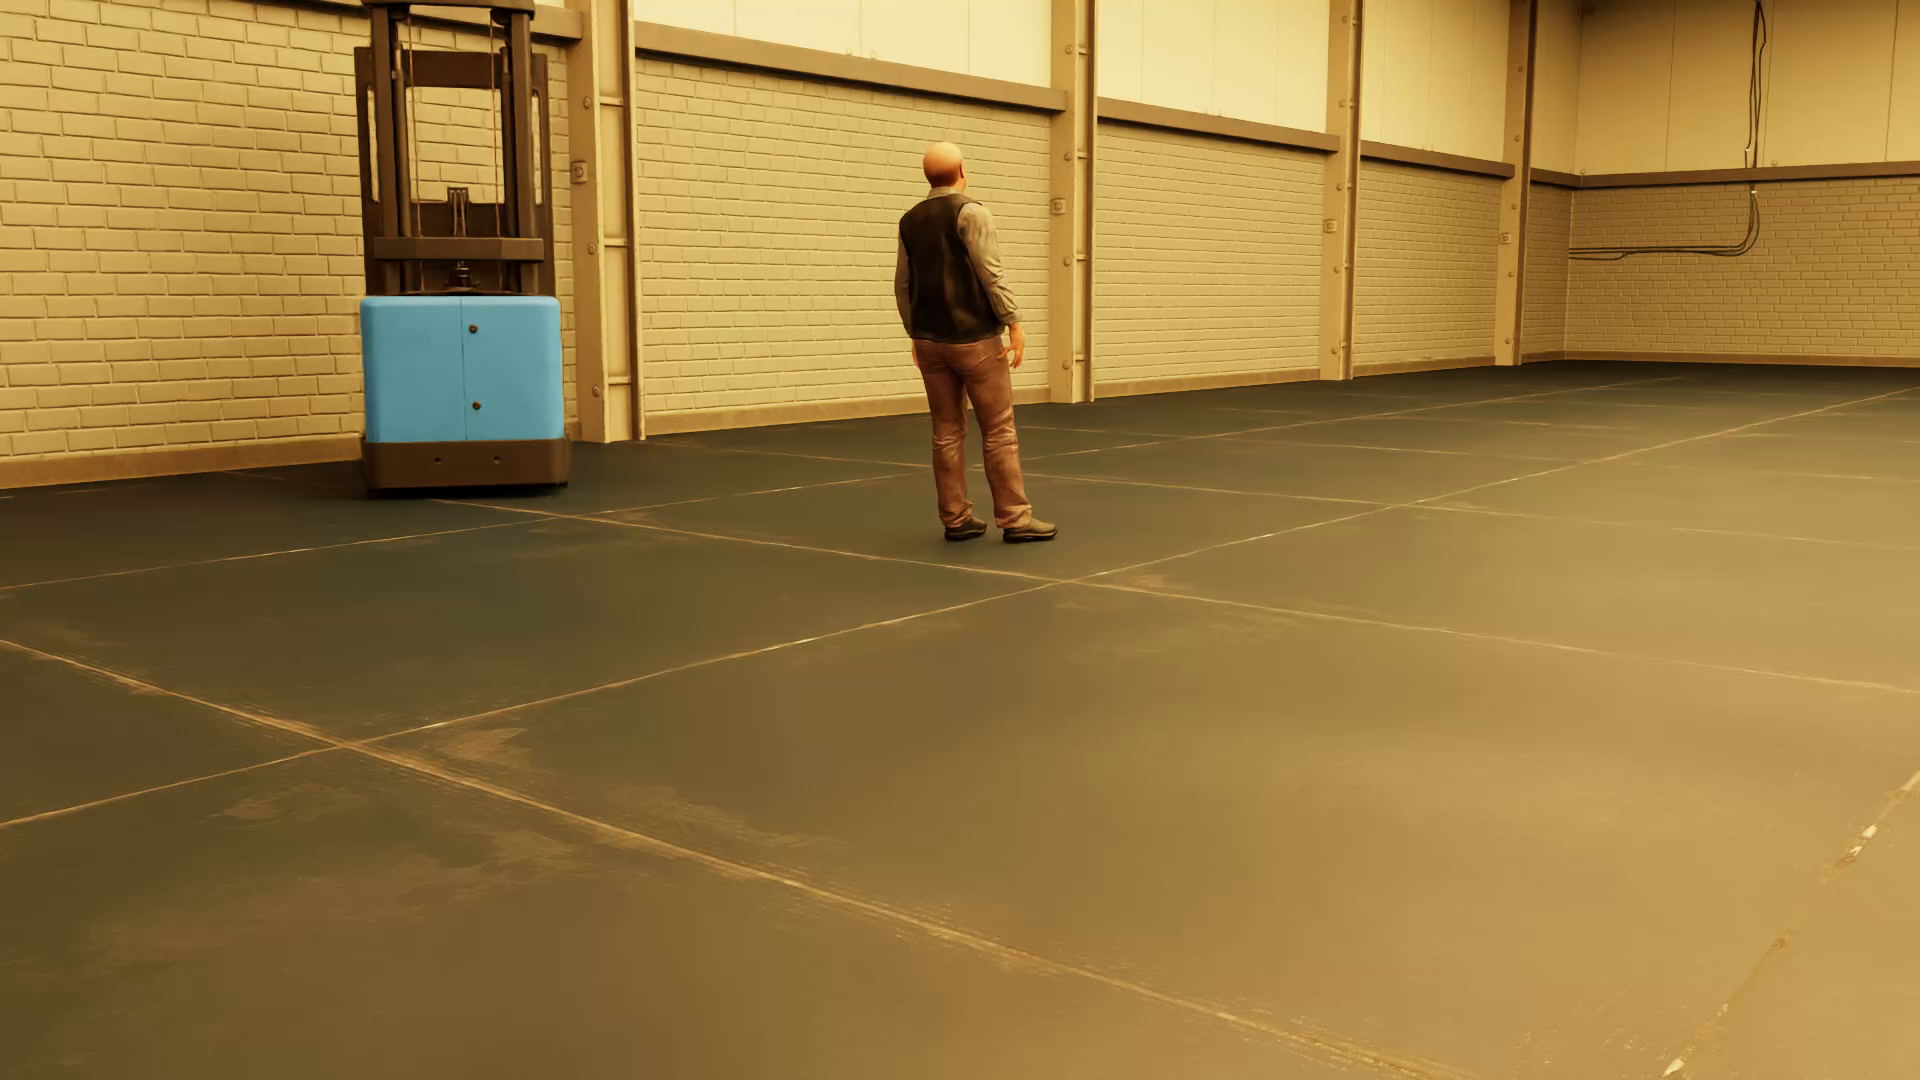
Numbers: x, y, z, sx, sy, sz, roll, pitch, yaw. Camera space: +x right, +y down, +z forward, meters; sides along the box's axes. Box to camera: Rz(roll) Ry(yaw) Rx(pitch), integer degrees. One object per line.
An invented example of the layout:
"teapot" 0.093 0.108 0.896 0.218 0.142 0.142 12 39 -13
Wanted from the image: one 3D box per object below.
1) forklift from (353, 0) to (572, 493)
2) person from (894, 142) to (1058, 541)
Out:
"forklift" -3.044 -1.879 10.123 1.130 2.935 3.031 -2 9 -16
"person" 0.045 -0.865 7.322 0.632 1.720 0.568 7 11 38
